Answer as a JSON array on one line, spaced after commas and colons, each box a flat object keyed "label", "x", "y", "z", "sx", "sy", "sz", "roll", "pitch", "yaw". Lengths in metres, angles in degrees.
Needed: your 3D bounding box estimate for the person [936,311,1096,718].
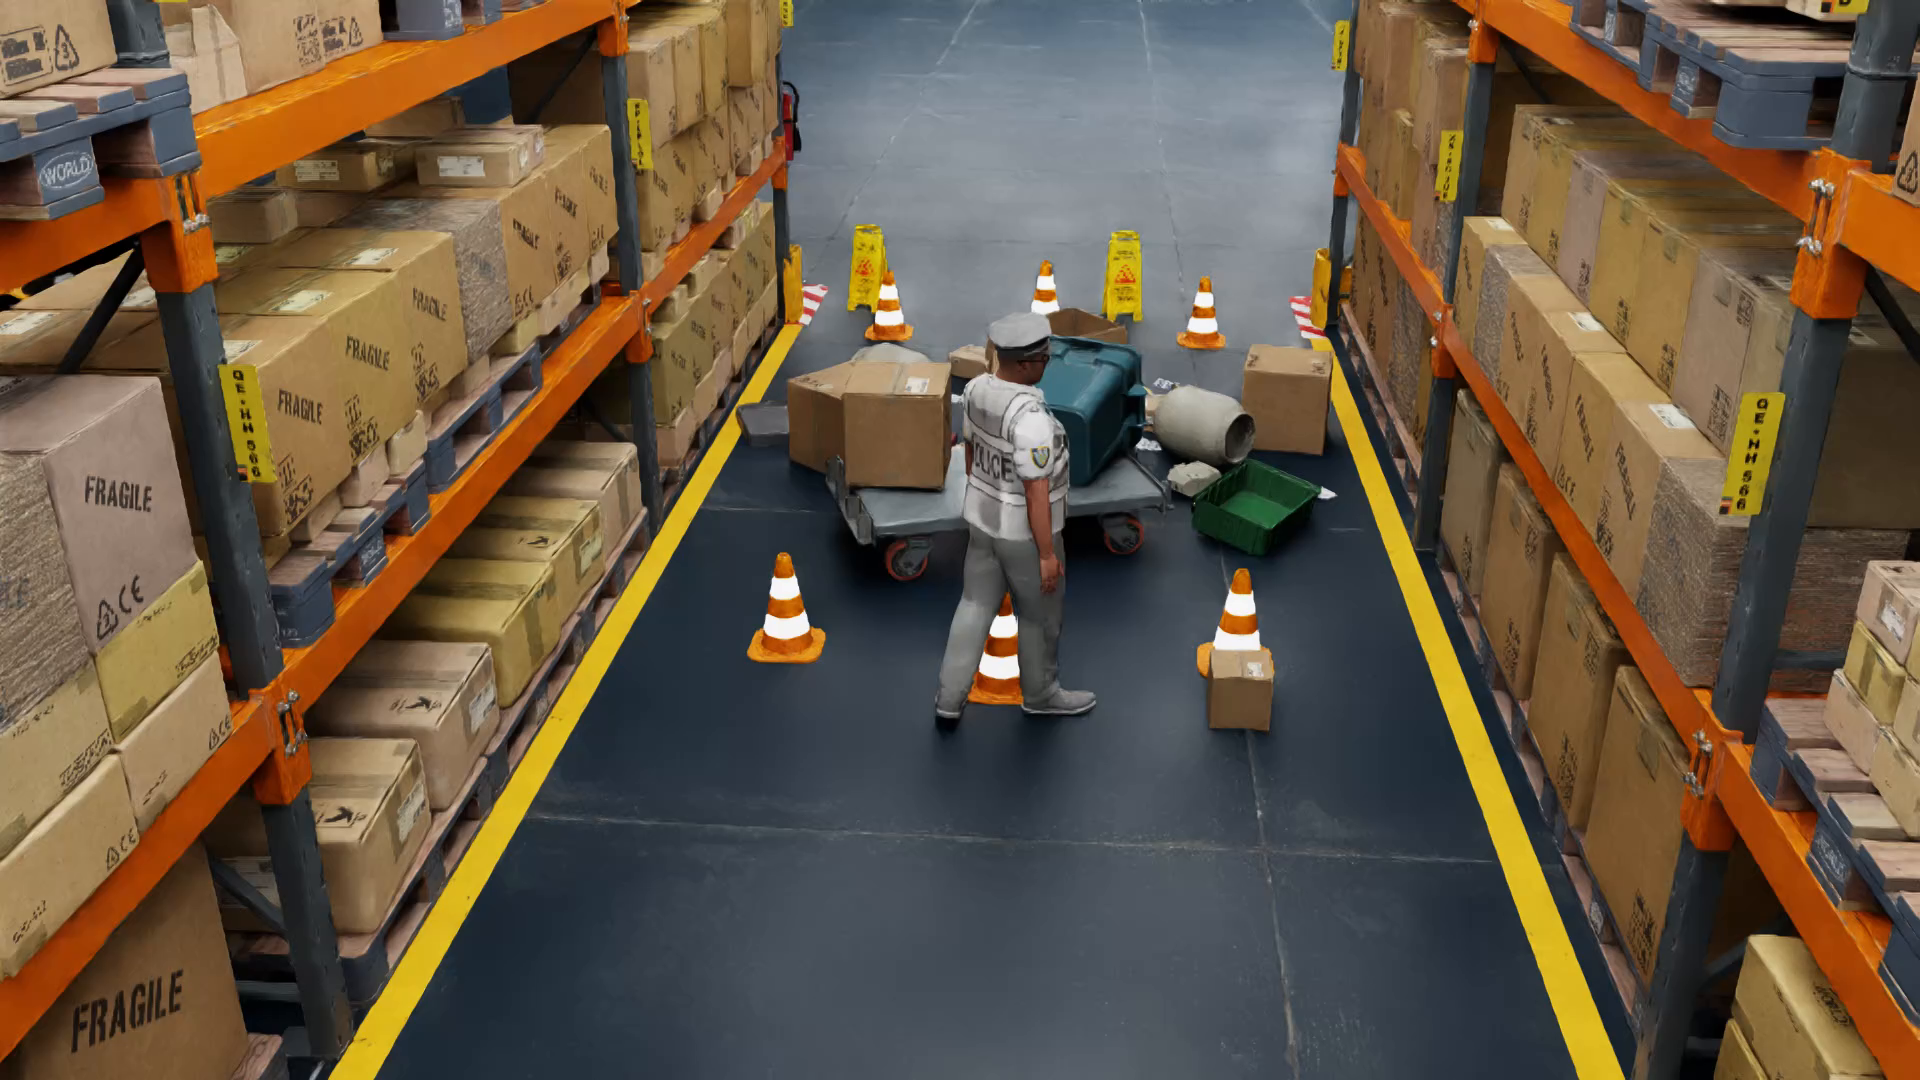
[{"label": "person", "x": 0.231, "y": -0.059, "z": 6.714, "sx": 0.680, "sy": 1.754, "sz": 0.625, "roll": -16, "pitch": 29, "yaw": -32}]
